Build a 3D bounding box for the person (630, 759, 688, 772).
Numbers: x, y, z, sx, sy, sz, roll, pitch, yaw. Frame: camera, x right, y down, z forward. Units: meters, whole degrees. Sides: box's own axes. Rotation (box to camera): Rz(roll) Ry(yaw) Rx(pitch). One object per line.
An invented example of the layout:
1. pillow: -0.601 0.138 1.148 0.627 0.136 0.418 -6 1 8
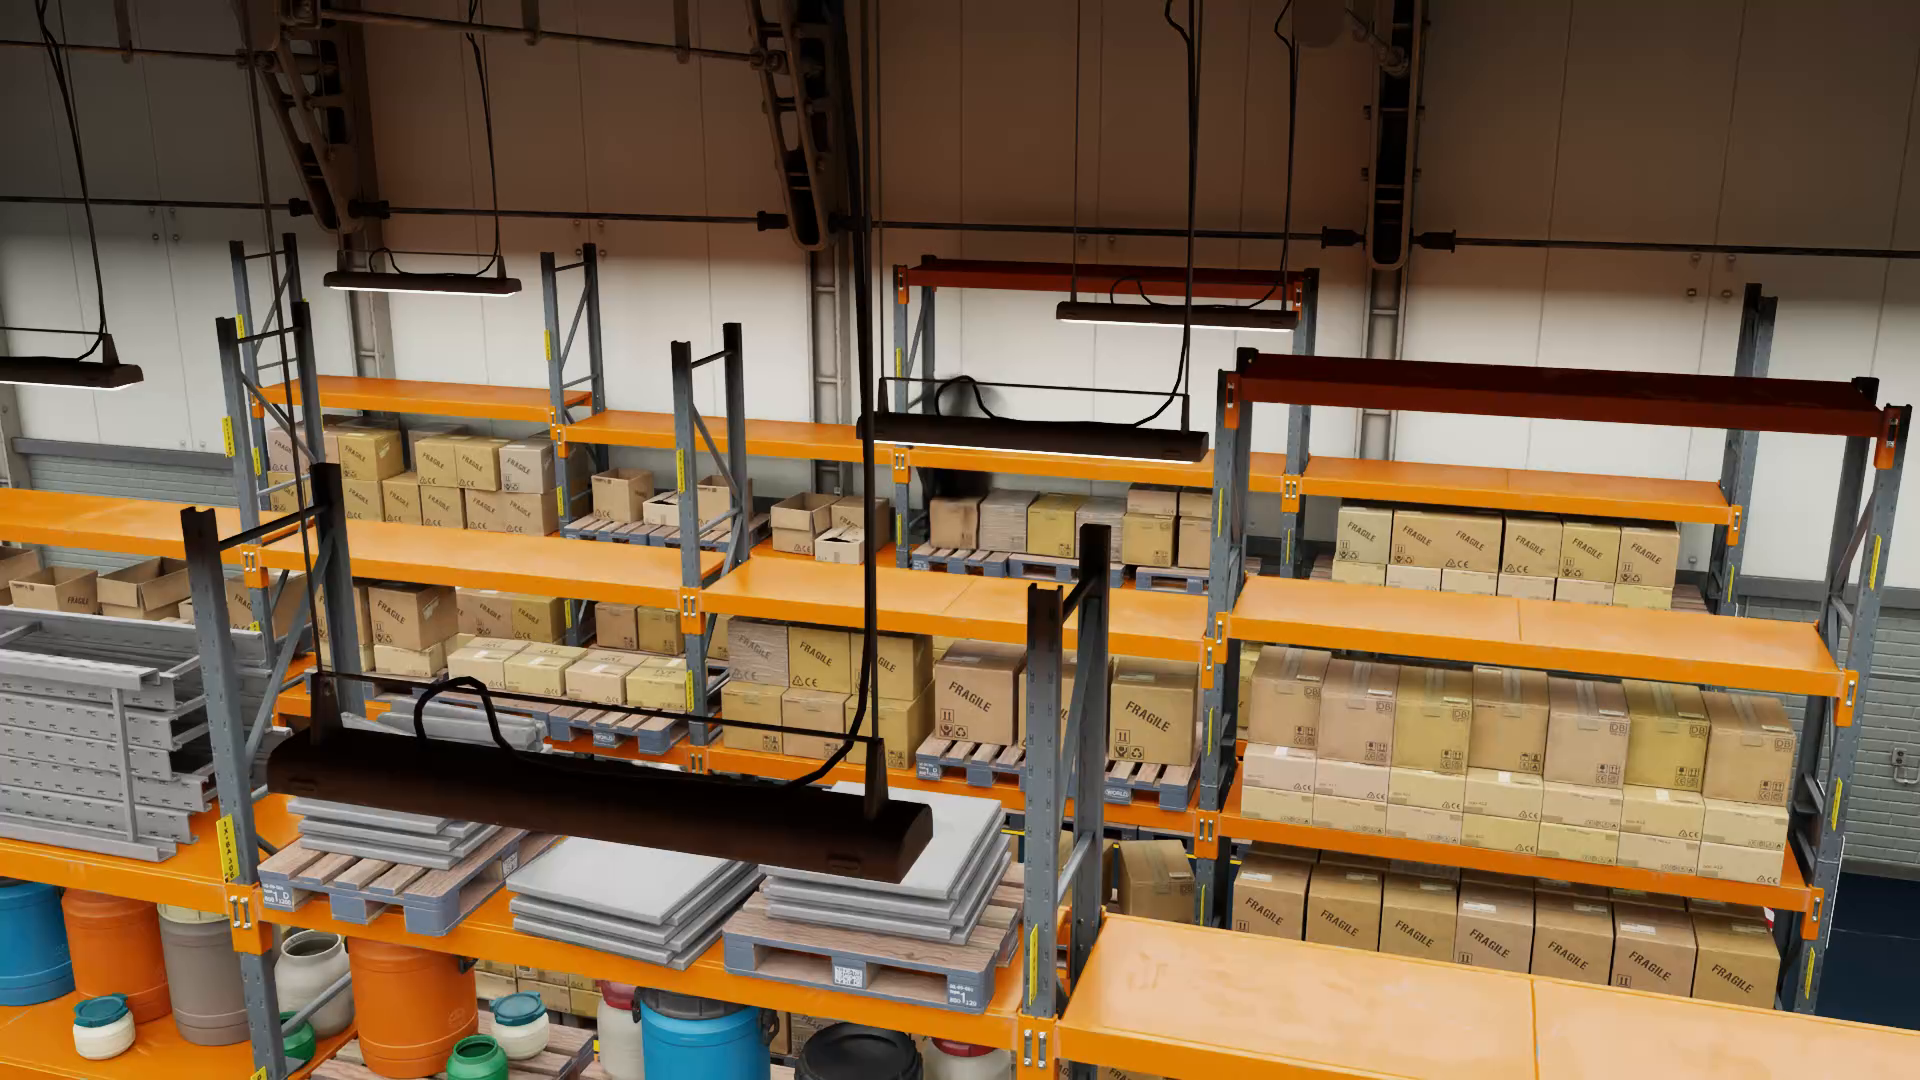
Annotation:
1. person: -3.018 2.541 17.175 0.998 1.504 0.622 6 17 19
